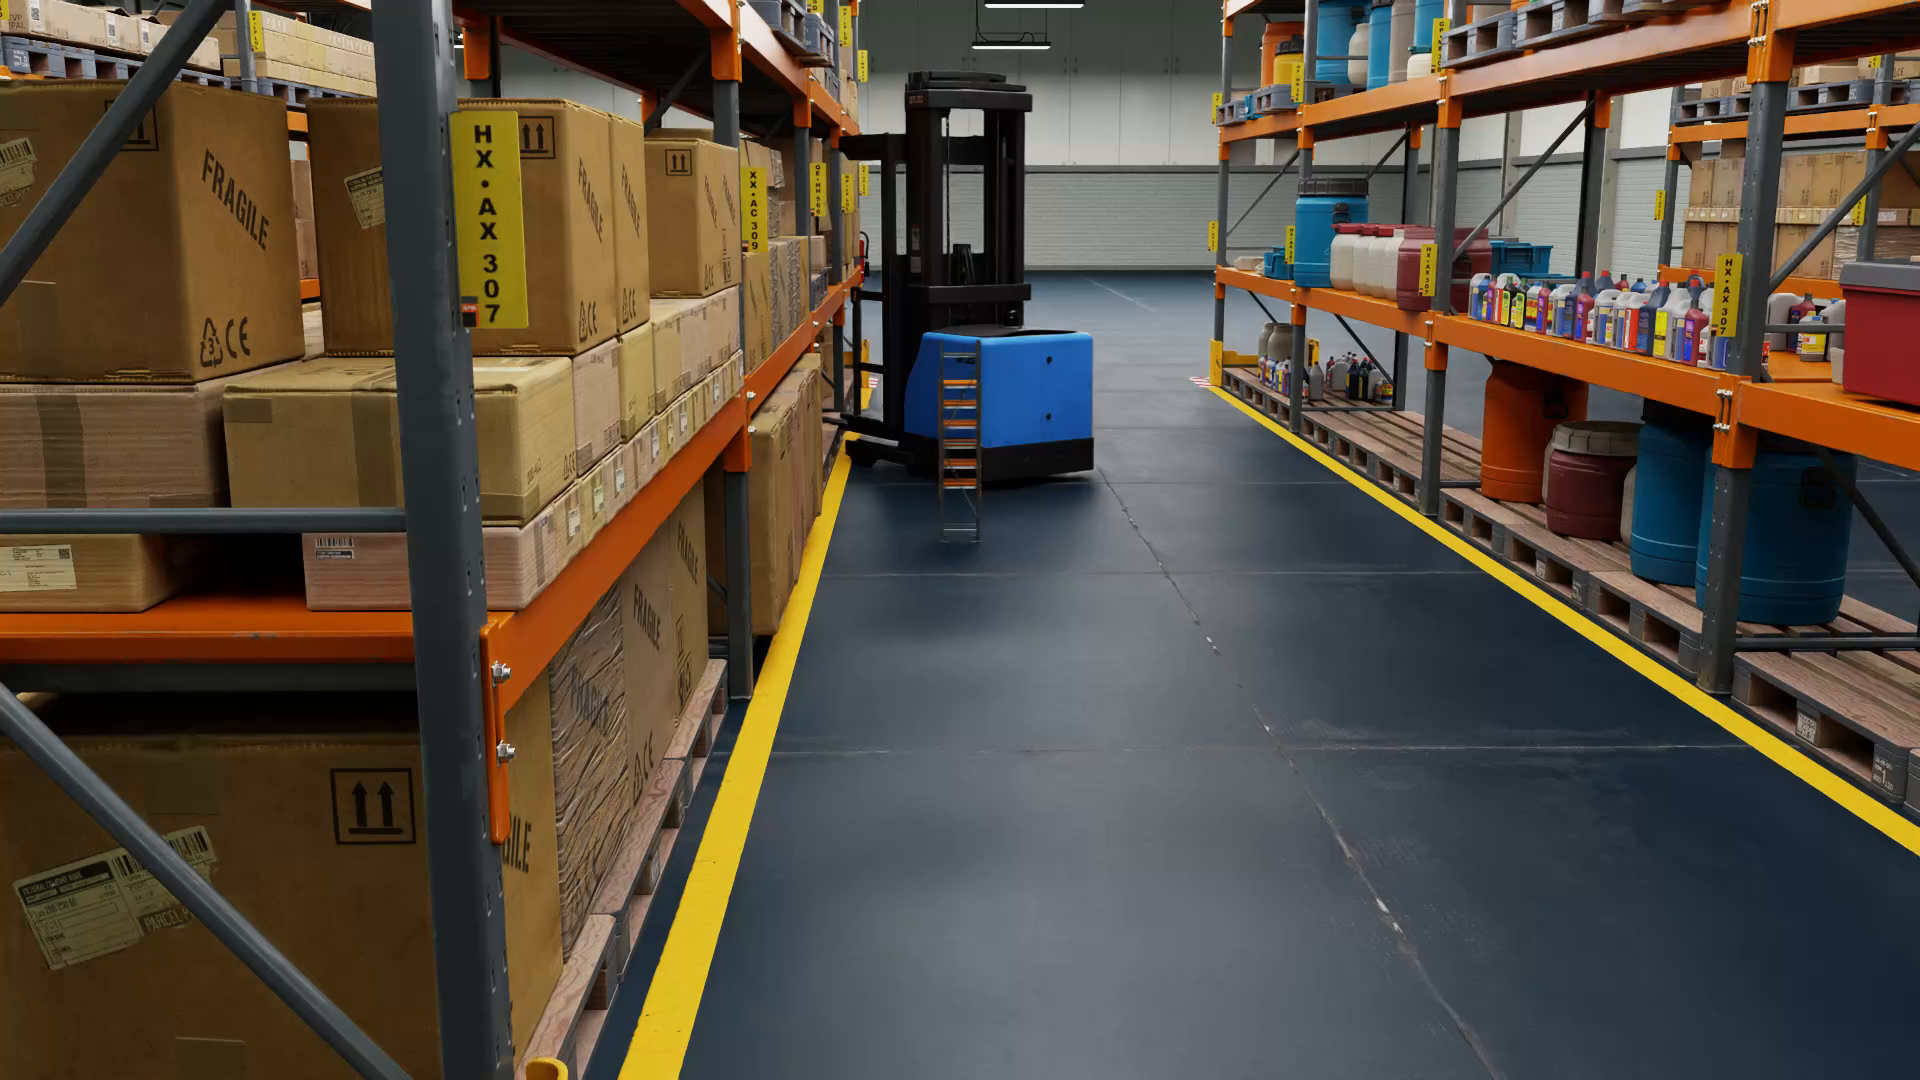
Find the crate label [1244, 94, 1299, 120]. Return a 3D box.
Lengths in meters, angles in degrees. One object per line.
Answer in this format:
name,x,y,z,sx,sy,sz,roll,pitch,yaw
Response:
crate label,3.057,-4.247,16.280,0.502,0.251,0.408,0,11,-1

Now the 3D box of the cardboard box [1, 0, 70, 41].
cardboard box,-6.194,-3.439,10.837,0.500,0.311,0.500,0,11,-1

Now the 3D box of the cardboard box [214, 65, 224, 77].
cardboard box,-6.822,-4.182,14.909,0.380,0.149,0.250,0,11,0

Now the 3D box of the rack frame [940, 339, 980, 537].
rack frame,-0.002,-0.609,10.044,0.240,1.200,0.006,0,11,-1

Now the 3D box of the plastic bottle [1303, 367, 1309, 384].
plastic bottle,3.129,-1.473,15.330,0.144,0.351,0.185,-1,11,-3

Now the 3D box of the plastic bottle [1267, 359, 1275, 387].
plastic bottle,3.083,-1.652,16.415,0.097,0.271,0.097,0,11,0

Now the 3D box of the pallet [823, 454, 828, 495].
pallet,-1.453,-0.402,11.509,1.003,0.211,1.213,0,11,-1

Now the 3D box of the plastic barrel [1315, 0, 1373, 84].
plastic barrel,3.517,-4.548,15.073,0.600,0.901,0.708,0,11,-1

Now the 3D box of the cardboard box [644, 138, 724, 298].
cardboard box,-1.073,-1.068,5.521,0.500,0.500,0.500,0,11,-1

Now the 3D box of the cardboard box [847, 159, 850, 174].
cardboard box,-1.298,-3.382,15.672,0.500,0.500,0.500,0,11,-1

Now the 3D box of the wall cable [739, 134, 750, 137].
wall cable,-7.228,-14.196,48.849,2.305,6.003,0.169,0,11,-1

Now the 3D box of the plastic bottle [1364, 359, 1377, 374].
plastic bottle,3.829,-1.508,15.504,0.144,0.351,0.185,0,11,0

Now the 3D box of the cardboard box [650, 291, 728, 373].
cardboard box,-1.071,-0.701,5.597,0.500,0.250,0.500,0,11,1

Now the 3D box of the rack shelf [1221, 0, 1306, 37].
rack shelf,3.390,-5.218,15.960,1.077,0.370,4.000,0,11,-1

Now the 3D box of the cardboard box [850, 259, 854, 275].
cardboard box,-1.255,-2.727,16.586,0.380,0.149,0.250,0,11,-1

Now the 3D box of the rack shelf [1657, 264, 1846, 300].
rack shelf,8.342,-2.493,16.613,1.077,0.370,4.000,0,11,-1

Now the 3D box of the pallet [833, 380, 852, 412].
pallet,-1.598,-1.418,16.518,1.003,0.211,1.213,0,11,-1

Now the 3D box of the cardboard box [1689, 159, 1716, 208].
cardboard box,8.299,-3.825,17.853,0.700,0.500,0.500,0,11,-1

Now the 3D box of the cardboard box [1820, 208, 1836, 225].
cardboard box,8.152,-2.969,15.268,0.380,0.149,0.250,-1,11,-3

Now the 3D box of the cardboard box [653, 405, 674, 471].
cardboard box,-0.984,-0.277,4.514,0.380,0.149,0.250,-1,11,-3

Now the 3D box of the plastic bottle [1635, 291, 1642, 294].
plastic bottle,3.364,-1.102,8.271,0.097,0.271,0.097,0,11,0

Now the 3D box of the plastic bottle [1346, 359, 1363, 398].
plastic bottle,3.685,-1.507,15.501,0.144,0.351,0.185,0,11,-1

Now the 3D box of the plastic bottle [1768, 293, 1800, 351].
plastic bottle,3.948,-1.055,8.027,0.152,0.276,0.135,0,11,-1

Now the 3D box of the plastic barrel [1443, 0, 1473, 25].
plastic barrel,3.700,-3.608,11.675,0.600,0.830,0.708,0,11,-1

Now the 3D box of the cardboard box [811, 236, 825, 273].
cardboard box,-1.243,-2.079,12.086,0.500,0.250,0.500,-1,11,-3

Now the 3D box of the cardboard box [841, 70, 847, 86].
cardboard box,-1.244,-4.275,15.415,0.380,0.149,0.250,0,11,-2

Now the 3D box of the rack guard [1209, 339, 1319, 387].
rack guard,3.397,-1.984,18.579,1.175,0.500,0.348,0,11,-1

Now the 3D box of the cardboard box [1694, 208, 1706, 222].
cardboard box,8.102,-3.479,17.779,0.380,0.149,0.250,-1,11,-3

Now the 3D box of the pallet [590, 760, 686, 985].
pallet,-1.390,0.943,4.878,1.003,0.211,1.213,0,11,-1

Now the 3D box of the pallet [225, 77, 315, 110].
pallet,-6.488,-3.997,14.896,1.003,0.211,1.213,0,11,-1

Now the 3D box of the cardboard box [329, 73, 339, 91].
cardboard box,-6.181,-4.386,15.912,0.380,0.149,0.250,0,11,0

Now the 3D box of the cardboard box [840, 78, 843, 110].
cardboard box,-1.274,-3.895,14.548,0.500,0.250,0.500,-1,11,-3

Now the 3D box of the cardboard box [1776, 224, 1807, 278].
cardboard box,8.344,-2.790,16.015,0.700,0.500,0.500,0,11,0

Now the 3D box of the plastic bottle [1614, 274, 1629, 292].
plastic bottle,3.953,-1.452,9.964,0.061,0.283,0.133,0,11,-1

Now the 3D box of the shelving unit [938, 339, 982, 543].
shelving unit,0.000,-0.591,9.954,0.258,1.200,0.189,0,11,-1

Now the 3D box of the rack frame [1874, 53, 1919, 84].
rack frame,8.383,-5.388,13.985,1.000,3.000,0.127,0,11,-1

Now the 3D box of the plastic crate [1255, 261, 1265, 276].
plastic crate,3.144,-2.621,16.097,0.530,0.136,0.437,0,11,-1

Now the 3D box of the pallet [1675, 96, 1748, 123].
pallet,8.289,-4.529,17.518,1.003,0.211,1.213,0,11,-1

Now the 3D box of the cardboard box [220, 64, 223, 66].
cardboard box,-6.759,-4.402,14.991,0.500,0.250,0.500,0,11,-1

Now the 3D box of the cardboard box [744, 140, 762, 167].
cardboard box,-1.408,-1.745,8.344,0.797,0.503,0.637,0,11,1

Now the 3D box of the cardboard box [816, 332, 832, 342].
cardboard box,-1.567,-1.817,16.700,0.500,0.500,0.500,1,11,4

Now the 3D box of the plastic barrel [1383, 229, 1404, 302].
plastic barrel,3.270,-1.976,11.971,0.421,0.512,0.421,0,11,0

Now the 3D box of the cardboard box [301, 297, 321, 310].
cardboard box,-6.447,-1.877,16.054,0.875,0.875,0.875,0,11,-1

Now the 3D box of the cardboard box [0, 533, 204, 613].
cardboard box,-1.610,0.031,2.994,0.380,0.149,0.250,0,11,0

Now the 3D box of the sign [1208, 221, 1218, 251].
sign,2.798,-3.358,18.370,0.100,0.325,0.005,0,11,-1

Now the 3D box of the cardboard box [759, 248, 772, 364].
cardboard box,-1.127,-1.059,7.485,0.500,0.500,0.500,0,11,-1

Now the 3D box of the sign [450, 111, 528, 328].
sign,-0.718,-0.487,2.538,0.100,0.325,0.005,0,11,-1

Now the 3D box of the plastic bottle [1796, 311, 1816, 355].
plastic bottle,3.981,-0.969,7.791,0.097,0.201,0.097,0,11,0

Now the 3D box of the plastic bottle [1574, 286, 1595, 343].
plastic bottle,3.189,-1.150,8.475,0.061,0.283,0.133,0,11,-1

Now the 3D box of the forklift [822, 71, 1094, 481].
forklift,-0.248,-2.079,12.936,1.130,2.935,3.031,-8,14,-33

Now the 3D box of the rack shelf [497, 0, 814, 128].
rack shelf,-1.397,-2.333,8.279,1.077,0.370,4.000,0,11,-1

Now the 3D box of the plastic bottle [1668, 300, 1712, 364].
plastic bottle,3.257,-0.927,7.396,0.152,0.276,0.135,0,11,-1

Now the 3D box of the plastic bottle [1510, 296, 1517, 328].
plastic bottle,3.187,-1.307,9.457,0.097,0.201,0.097,0,11,0

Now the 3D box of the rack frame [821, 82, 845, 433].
rack frame,-1.521,-2.408,14.385,1.000,3.000,0.127,0,11,-1

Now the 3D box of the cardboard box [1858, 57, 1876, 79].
cardboard box,8.625,-4.357,15.265,0.500,0.311,0.500,-1,12,-4

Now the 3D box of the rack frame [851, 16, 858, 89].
rack frame,-1.604,-6.143,17.708,1.000,3.000,0.127,0,11,-1

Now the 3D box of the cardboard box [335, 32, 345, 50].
cardboard box,-6.187,-4.827,16.081,0.380,0.149,0.250,0,11,-1

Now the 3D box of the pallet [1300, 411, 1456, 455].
pallet,3.486,-0.906,13.994,1.003,0.211,1.213,0,11,-1
